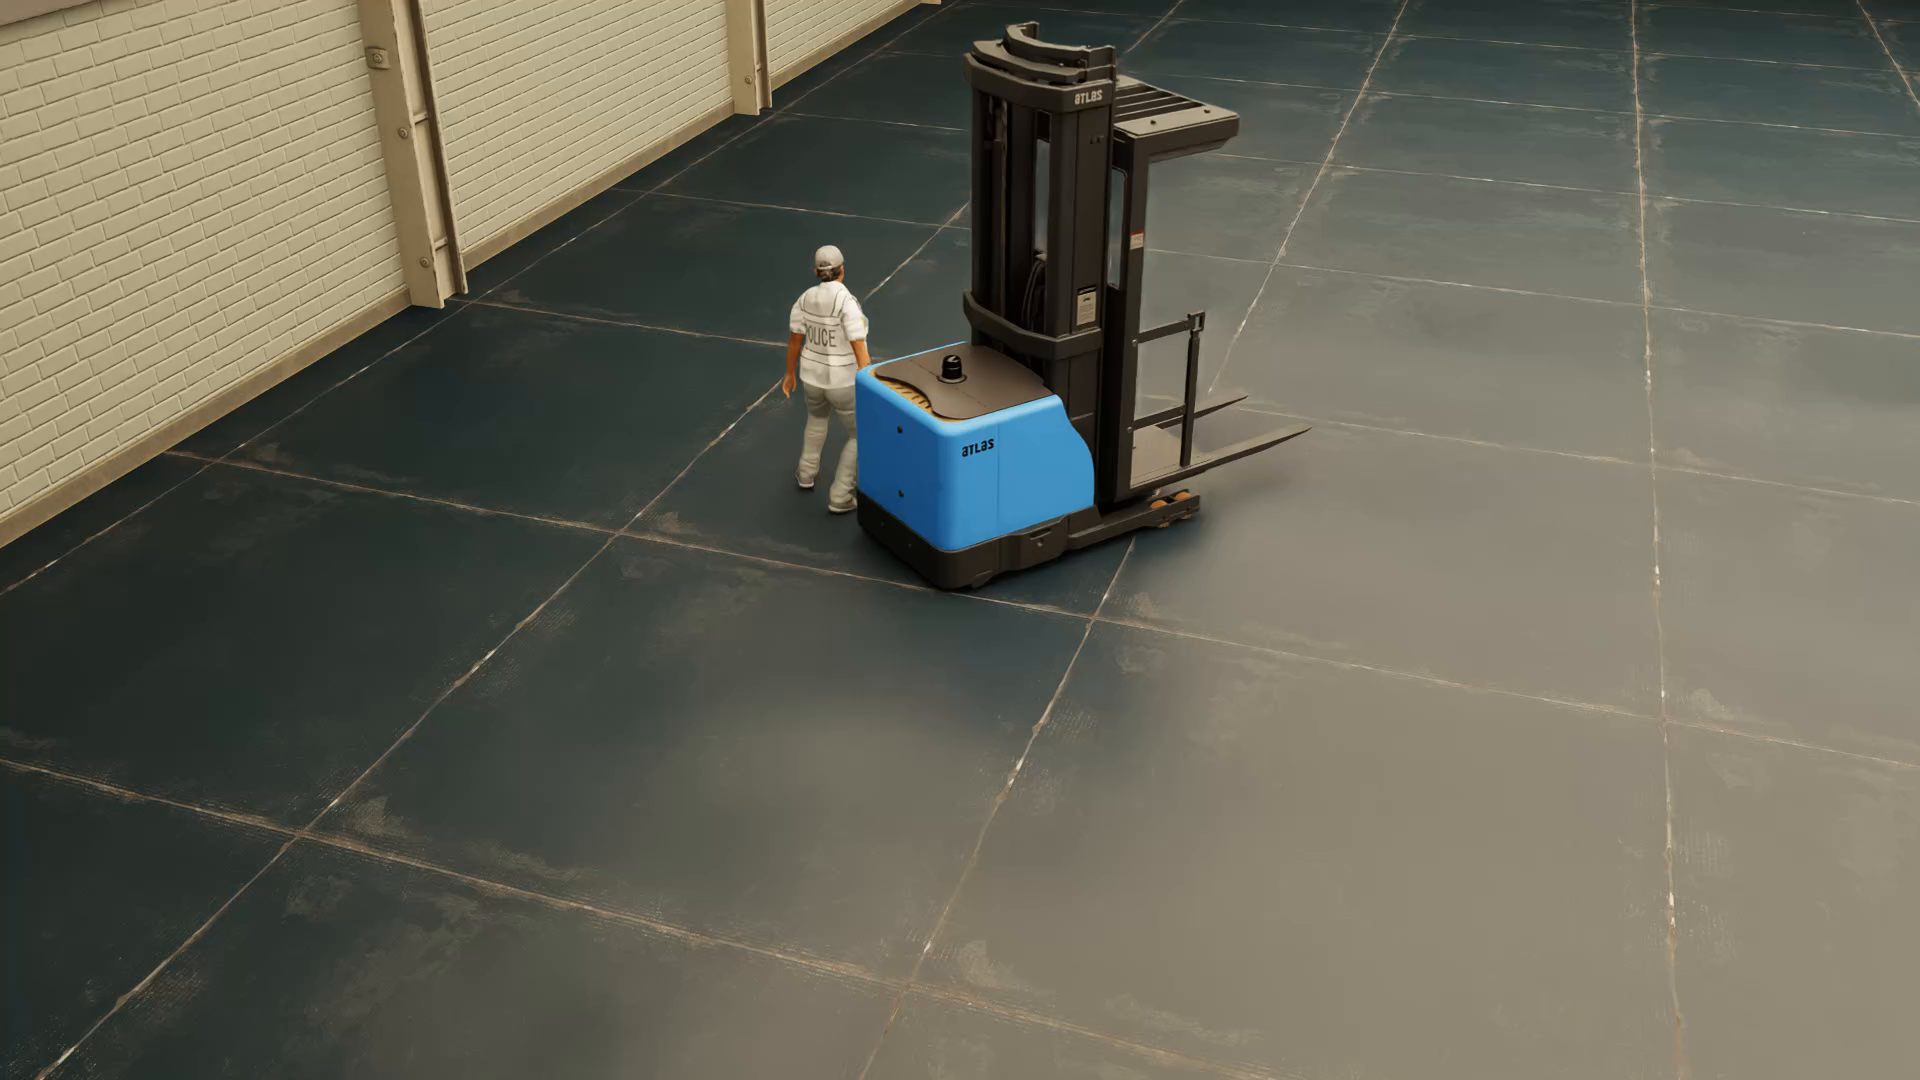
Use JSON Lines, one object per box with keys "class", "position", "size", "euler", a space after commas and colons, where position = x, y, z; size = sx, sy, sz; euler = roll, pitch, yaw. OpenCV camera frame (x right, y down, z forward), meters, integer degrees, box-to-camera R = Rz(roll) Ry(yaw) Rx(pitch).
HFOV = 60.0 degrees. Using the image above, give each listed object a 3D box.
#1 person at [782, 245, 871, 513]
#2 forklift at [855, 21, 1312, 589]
{"class": "person", "position": [-0.776, -0.987, 10.238], "size": [0.821, 1.642, 0.481], "euler": [22, 37, 34]}
{"class": "forklift", "position": [0.880, -1.546, 9.849], "size": [3.031, 2.935, 1.130], "euler": [-18, 34, -29]}
